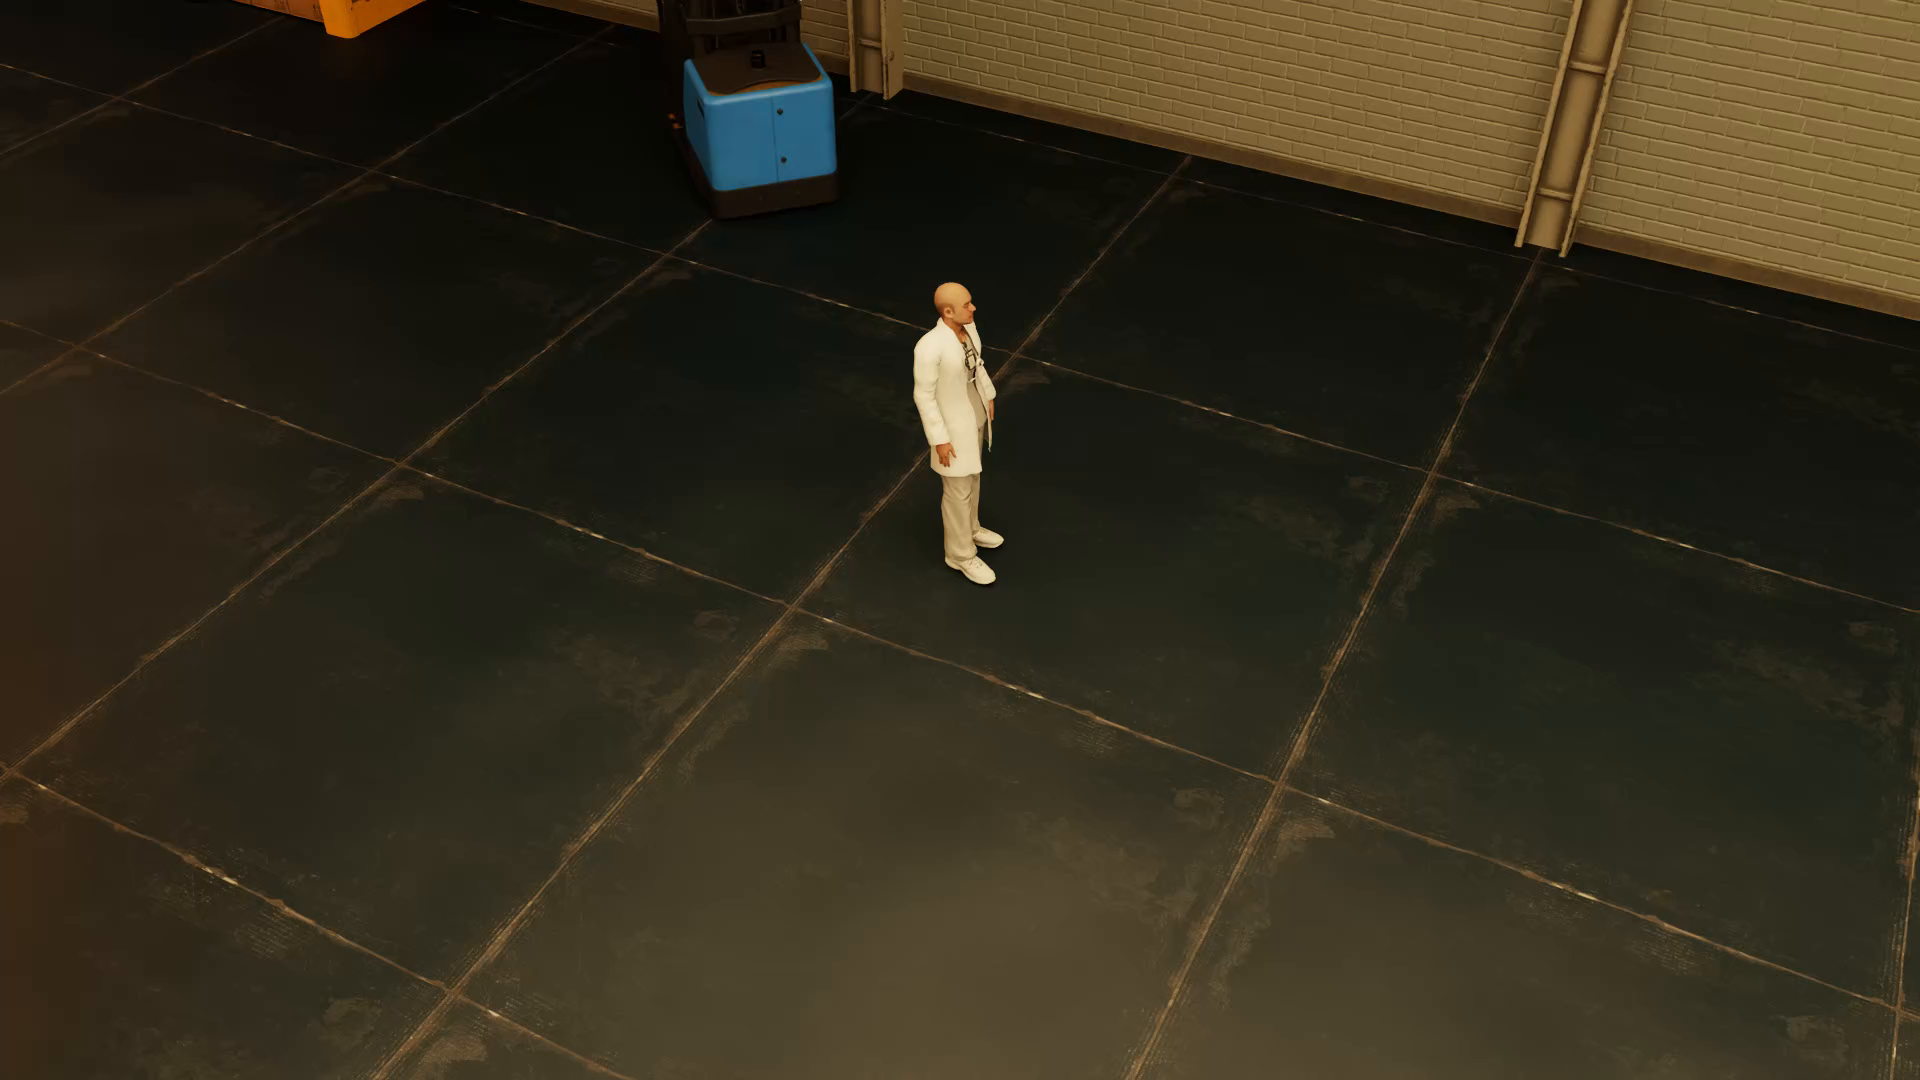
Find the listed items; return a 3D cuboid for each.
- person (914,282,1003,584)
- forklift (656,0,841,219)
[{"bbox_3d":[0.080,-0.656,9.649,0.578,1.778,0.698,18,43,21],"label":"person"},{"bbox_3d":[-1.928,-4.621,13.473,1.130,2.935,3.031,-13,42,-14],"label":"forklift"}]
